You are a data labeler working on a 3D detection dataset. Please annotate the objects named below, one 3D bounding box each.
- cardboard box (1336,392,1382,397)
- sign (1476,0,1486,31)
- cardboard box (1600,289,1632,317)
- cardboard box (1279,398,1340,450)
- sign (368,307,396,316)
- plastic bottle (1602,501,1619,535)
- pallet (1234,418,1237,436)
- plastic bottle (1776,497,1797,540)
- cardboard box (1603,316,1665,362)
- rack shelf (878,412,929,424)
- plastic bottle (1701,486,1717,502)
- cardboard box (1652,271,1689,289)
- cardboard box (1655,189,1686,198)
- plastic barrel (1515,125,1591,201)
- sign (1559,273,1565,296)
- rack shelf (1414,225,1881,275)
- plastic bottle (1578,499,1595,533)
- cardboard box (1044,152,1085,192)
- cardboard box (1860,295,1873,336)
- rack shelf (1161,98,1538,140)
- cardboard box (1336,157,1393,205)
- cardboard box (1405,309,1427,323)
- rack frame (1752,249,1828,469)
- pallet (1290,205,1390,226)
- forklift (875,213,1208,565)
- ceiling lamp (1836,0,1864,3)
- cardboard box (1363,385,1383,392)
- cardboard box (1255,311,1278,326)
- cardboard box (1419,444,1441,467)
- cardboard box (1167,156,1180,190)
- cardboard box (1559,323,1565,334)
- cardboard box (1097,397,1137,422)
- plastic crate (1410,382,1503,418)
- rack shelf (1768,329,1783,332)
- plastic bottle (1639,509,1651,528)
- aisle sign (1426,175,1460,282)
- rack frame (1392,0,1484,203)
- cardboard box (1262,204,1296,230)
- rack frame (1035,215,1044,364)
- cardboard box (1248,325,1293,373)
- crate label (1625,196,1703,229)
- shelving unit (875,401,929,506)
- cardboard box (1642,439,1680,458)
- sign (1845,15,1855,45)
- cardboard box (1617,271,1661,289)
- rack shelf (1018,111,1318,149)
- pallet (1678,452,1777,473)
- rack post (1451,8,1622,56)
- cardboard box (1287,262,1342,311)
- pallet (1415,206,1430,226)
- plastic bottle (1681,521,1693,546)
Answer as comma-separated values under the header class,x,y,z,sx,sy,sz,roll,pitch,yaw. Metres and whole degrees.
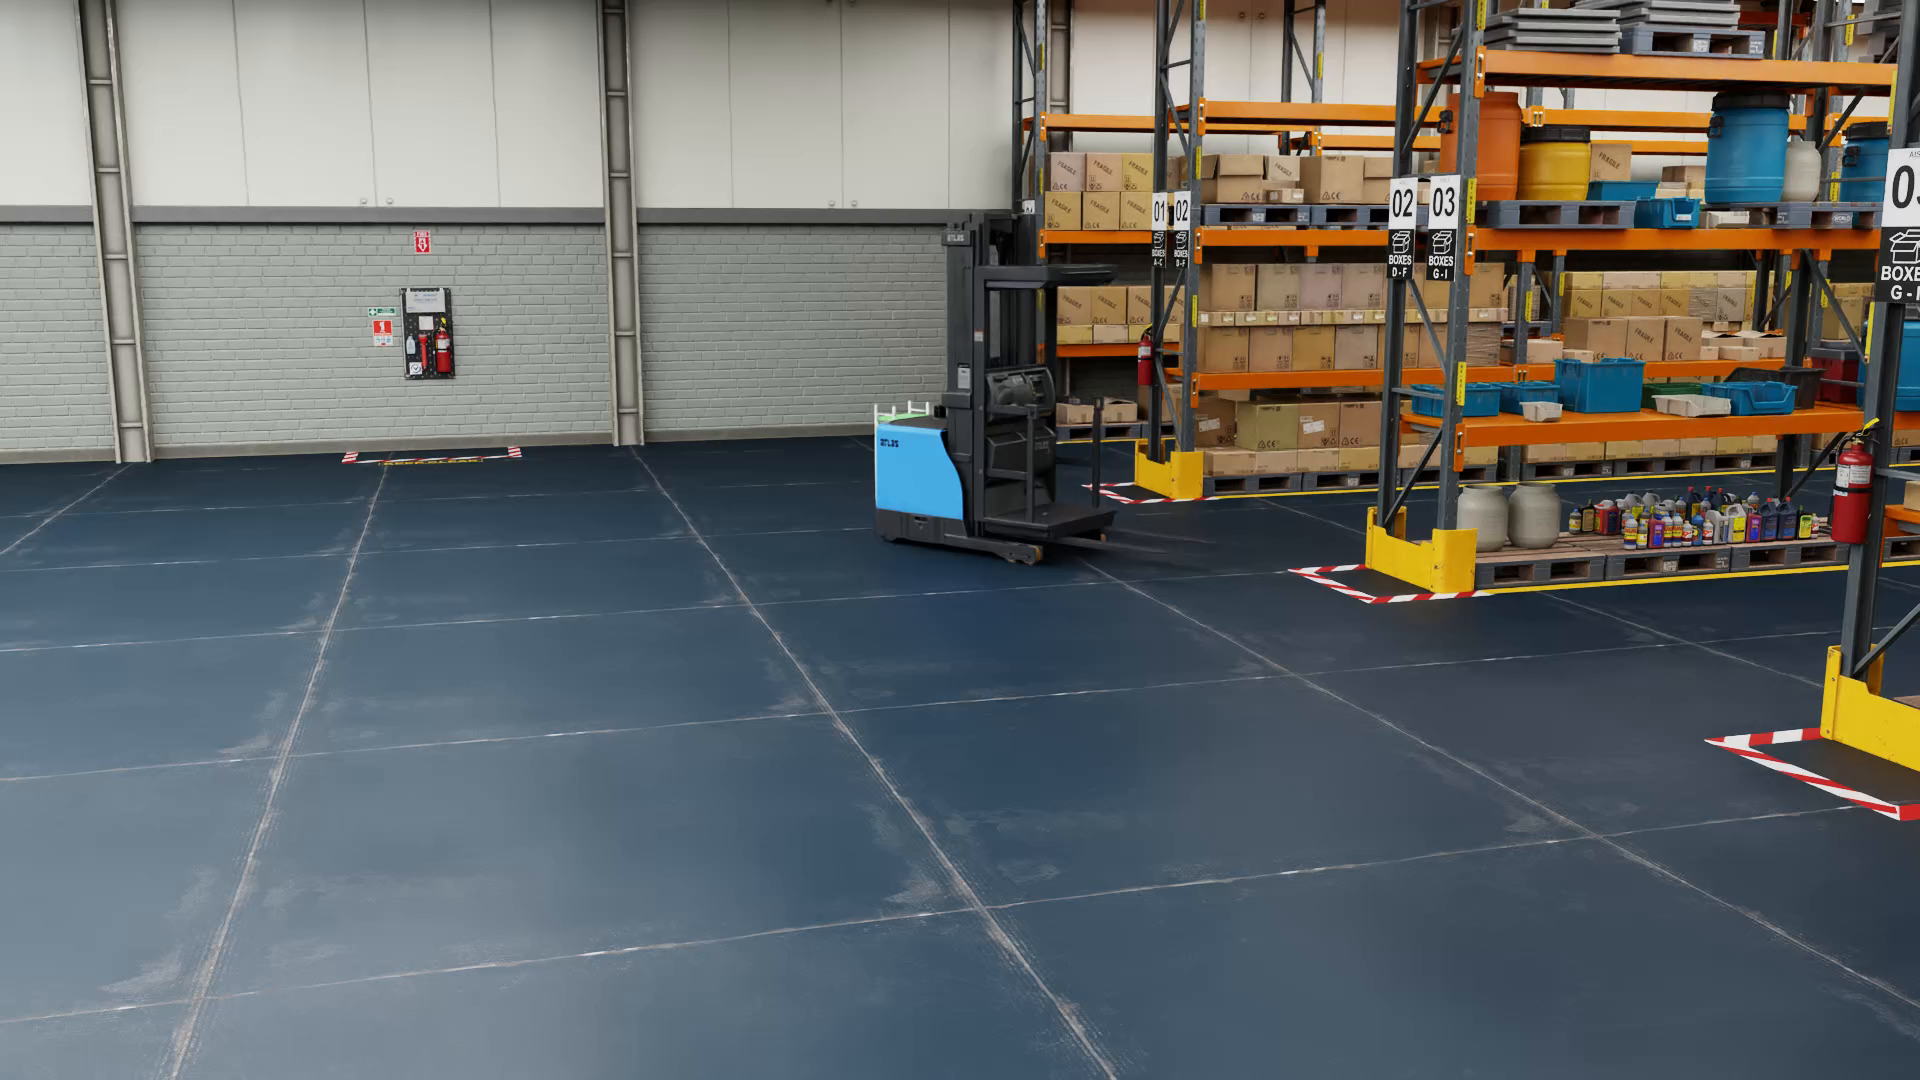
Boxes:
class,x,y,z,sx,sy,sz,roll,pitch,yaw
cardboard box,4.638,-1.419,19.036,0.500,0.500,0.500,-3,11,-16
sign,3.821,-3.904,12.177,0.005,0.325,0.100,-3,11,-16
cardboard box,9.627,-3.489,24.765,0.500,0.500,0.500,-3,11,-14
cardboard box,3.824,-1.278,18.270,0.500,0.500,0.500,-3,11,-16
sign,-7.364,-2.905,21.181,0.331,0.109,0.001,-3,11,-16
plastic bottle,5.592,-0.191,14.290,0.133,0.283,0.061,-3,11,-16
pallet,4.108,-1.665,23.711,1.213,0.211,1.003,-3,11,-16
plastic bottle,6.974,-0.185,14.072,0.185,0.351,0.144,-3,11,-17
cardboard box,7.860,-2.353,19.469,0.500,0.500,0.500,-3,11,-16
rack shelf,-0.542,-1.097,15.596,0.258,0.148,0.480,8,13,37
plastic bottle,6.621,-0.299,14.692,0.185,0.351,0.144,-3,11,-14
cardboard box,10.575,-3.911,24.988,0.500,0.250,0.500,-3,11,-17
cardboard box,7.984,-3.910,19.172,0.500,0.250,0.500,-4,11,-21
plastic barrel,4.731,-3.006,13.329,0.600,0.588,0.600,0,10,0
sign,8.744,-3.716,24.169,0.005,0.325,0.100,-3,11,-16
rack shelf,5.592,-2.374,13.565,4.000,0.370,1.077,-3,11,-16
plastic bottle,5.419,-0.211,14.396,0.133,0.283,0.061,-3,11,-15
cardboard box,1.340,-4.877,22.081,0.500,0.500,0.500,-4,11,-20
cardboard box,11.476,-2.738,20.403,0.500,0.500,0.700,-1,10,-5
rack shelf,4.211,-4.514,18.008,4.000,0.370,1.077,-3,11,-16
cardboard box,4.515,-3.956,18.335,0.637,0.503,0.797,-2,11,-10
cardboard box,4.953,-2.482,18.377,0.250,0.149,0.380,-3,11,-16
rack frame,9.972,-2.418,20.099,0.127,3.000,1.000,-3,11,-16
pallet,4.150,-3.539,18.146,1.213,0.211,1.003,-3,11,-16
forklift,0.695,-1.336,14.413,3.031,2.935,1.130,8,13,37
ceiling lamp,12.337,-7.270,22.448,1.941,0.041,0.237,-3,11,-16
cardboard box,5.927,-2.139,24.271,0.500,0.500,0.700,-3,11,-17
cardboard box,3.220,-2.390,17.880,0.250,0.149,0.380,-3,11,-16
cardboard box,5.264,-0.985,18.749,0.500,0.250,0.500,-3,11,-16
cardboard box,2.729,-5.042,22.976,0.500,0.500,0.500,-3,11,-16
cardboard box,8.964,-3.142,24.669,0.250,0.149,0.380,-3,11,-17
cardboard box,2.139,-1.816,23.043,0.500,0.311,0.500,-2,11,-11
plastic crate,4.068,-1.156,13.656,0.616,0.251,0.499,-3,11,-16
rack shelf,14.345,-3.229,26.491,4.000,0.370,1.077,-3,11,-16
plastic bottle,5.929,-0.166,14.383,0.097,0.201,0.097,0,10,0
aisle sign,3.684,-2.376,12.690,0.004,0.787,0.394,-3,11,-16
rack frame,3.672,-4.102,12.679,0.127,3.000,1.000,-3,11,-16
cardboard box,4.325,-4.542,23.021,0.500,0.500,0.500,-3,11,-14
rack frame,0.902,-2.874,22.577,0.127,3.000,1.000,-3,11,-16
cardboard box,3.245,-2.111,18.156,0.500,0.500,0.700,-3,11,-14
crate label,5.561,-2.591,13.166,0.408,0.251,0.502,-3,11,-16
shelving unit,-0.541,-0.688,15.671,0.258,1.200,0.503,8,13,37
cardboard box,8.064,-1.125,19.511,0.500,0.250,0.500,-3,11,-15
sign,10.130,-5.809,18.934,0.005,0.325,0.100,-3,11,-16
cardboard box,10.086,-3.884,24.841,0.500,0.250,0.500,-3,11,-16
rack shelf,2.823,-5.570,22.649,4.000,0.370,1.077,-3,11,-16
pallet,9.170,-1.012,20.163,1.213,0.211,1.003,-3,11,-16
rack post,4.433,-3.873,12.812,0.954,0.300,0.937,-2,11,-10
cardboard box,3.780,-2.778,18.194,0.500,0.500,0.700,-3,11,-16
pallet,5.320,-3.600,18.477,1.213,0.211,1.003,-3,11,-16
plastic bottle,6.020,-0.057,13.789,0.097,0.201,0.097,0,10,0
